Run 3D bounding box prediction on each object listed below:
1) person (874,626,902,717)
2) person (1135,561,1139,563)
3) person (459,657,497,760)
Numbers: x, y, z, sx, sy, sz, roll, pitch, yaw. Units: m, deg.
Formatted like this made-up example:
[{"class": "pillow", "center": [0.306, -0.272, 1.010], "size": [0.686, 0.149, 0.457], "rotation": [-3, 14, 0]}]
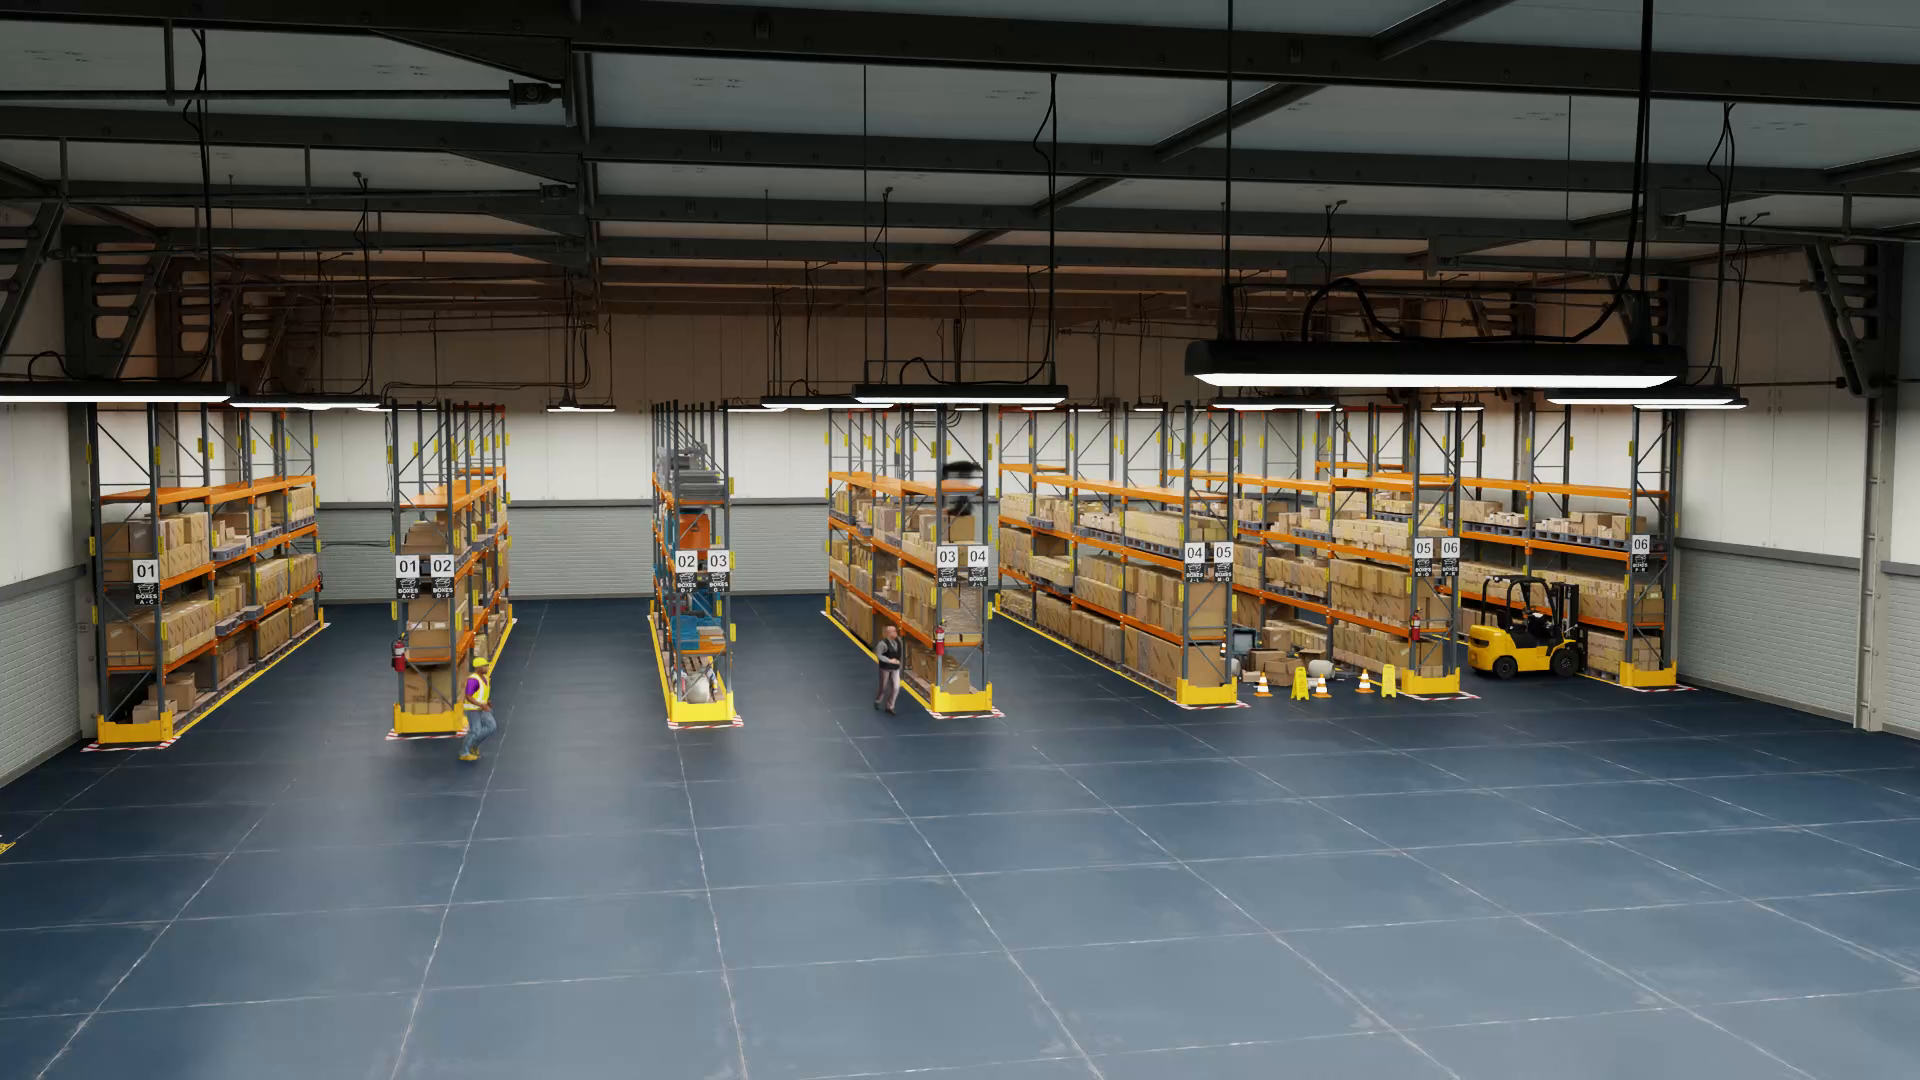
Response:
[{"class": "person", "center": [-1.408, 2.484, 31.861], "size": [0.627, 1.728, 0.789], "rotation": [-3, 5, -31]}, {"class": "person", "center": [5.097, 1.450, 46.600], "size": [0.565, 1.568, 0.710], "rotation": [-3, 5, -38]}, {"class": "person", "center": [-7.978, 2.788, 27.530], "size": [0.665, 1.707, 0.653], "rotation": [1, 4, 12]}]
